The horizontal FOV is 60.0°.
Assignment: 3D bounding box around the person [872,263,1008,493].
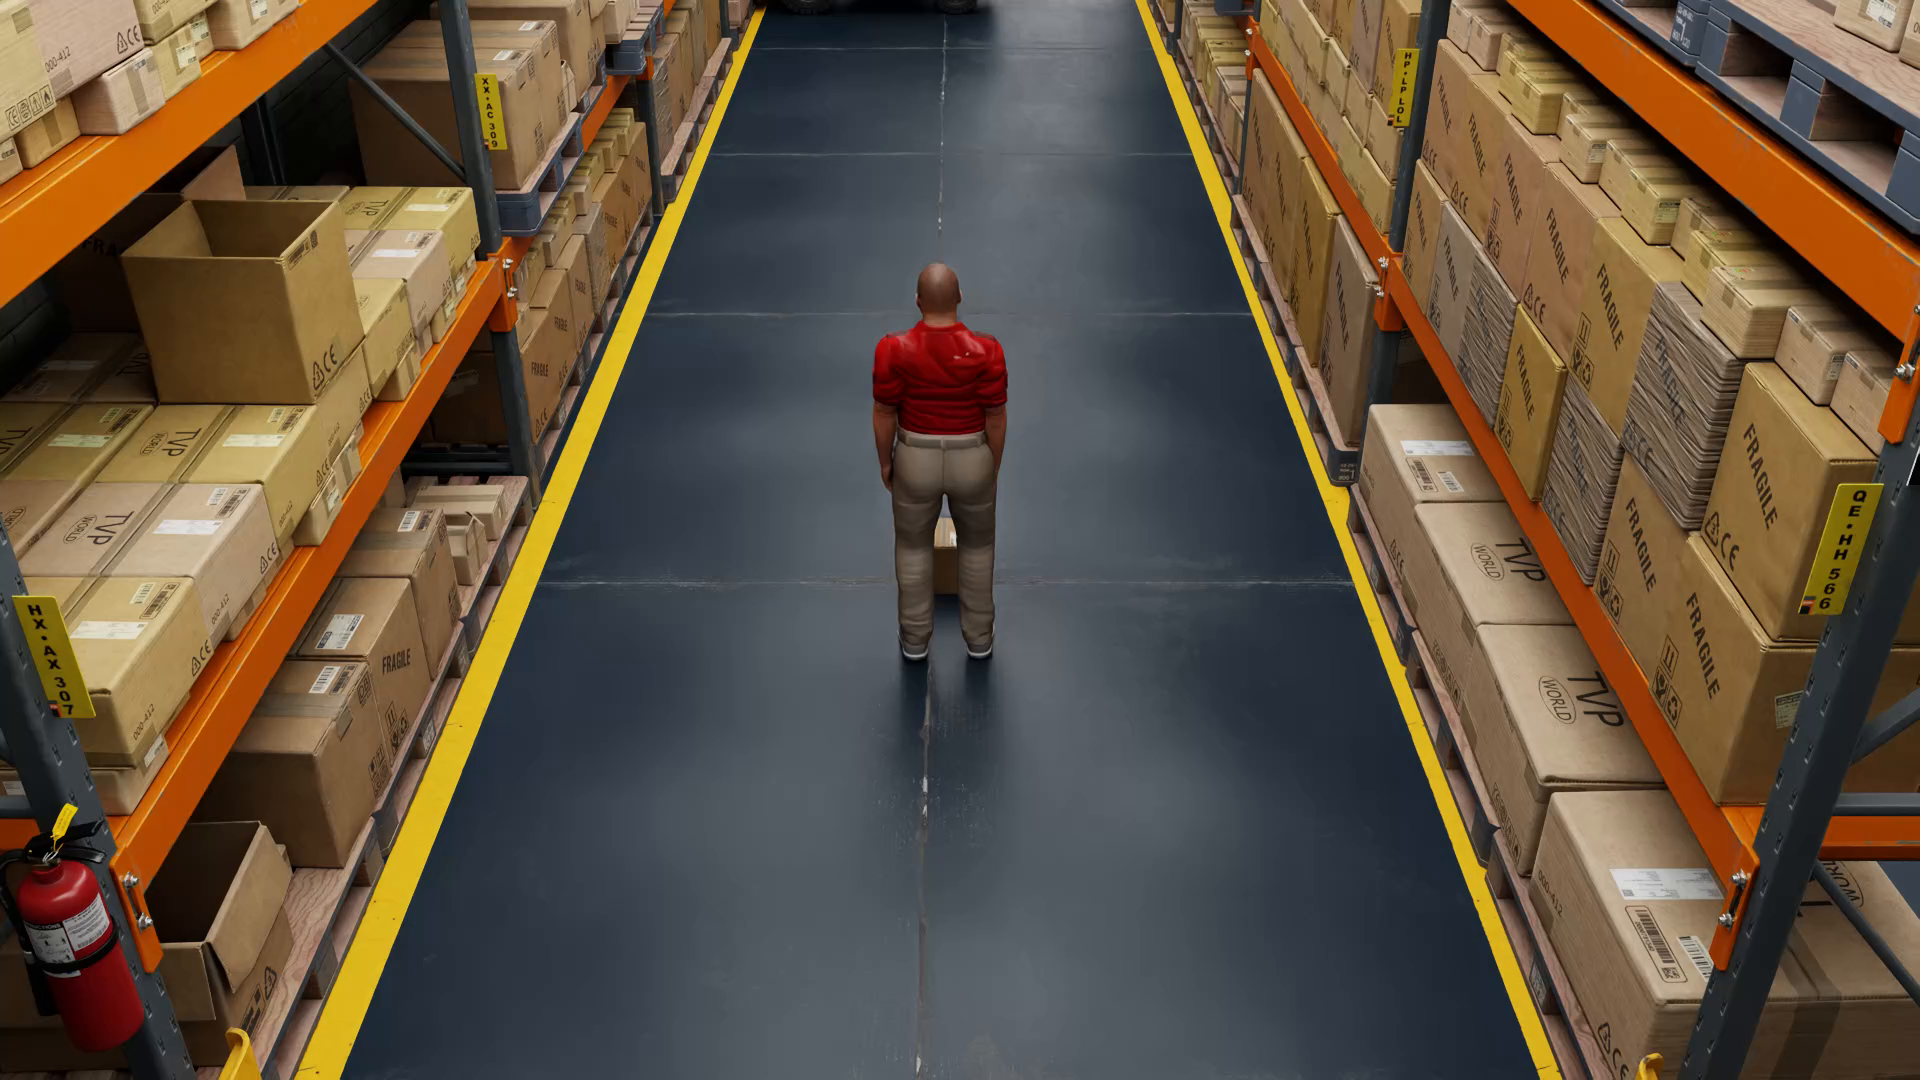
[{"bbox_3d":[-0.079,-0.604,6.479,0.526,1.024,0.342,1,31,1],"label":"person"}]
